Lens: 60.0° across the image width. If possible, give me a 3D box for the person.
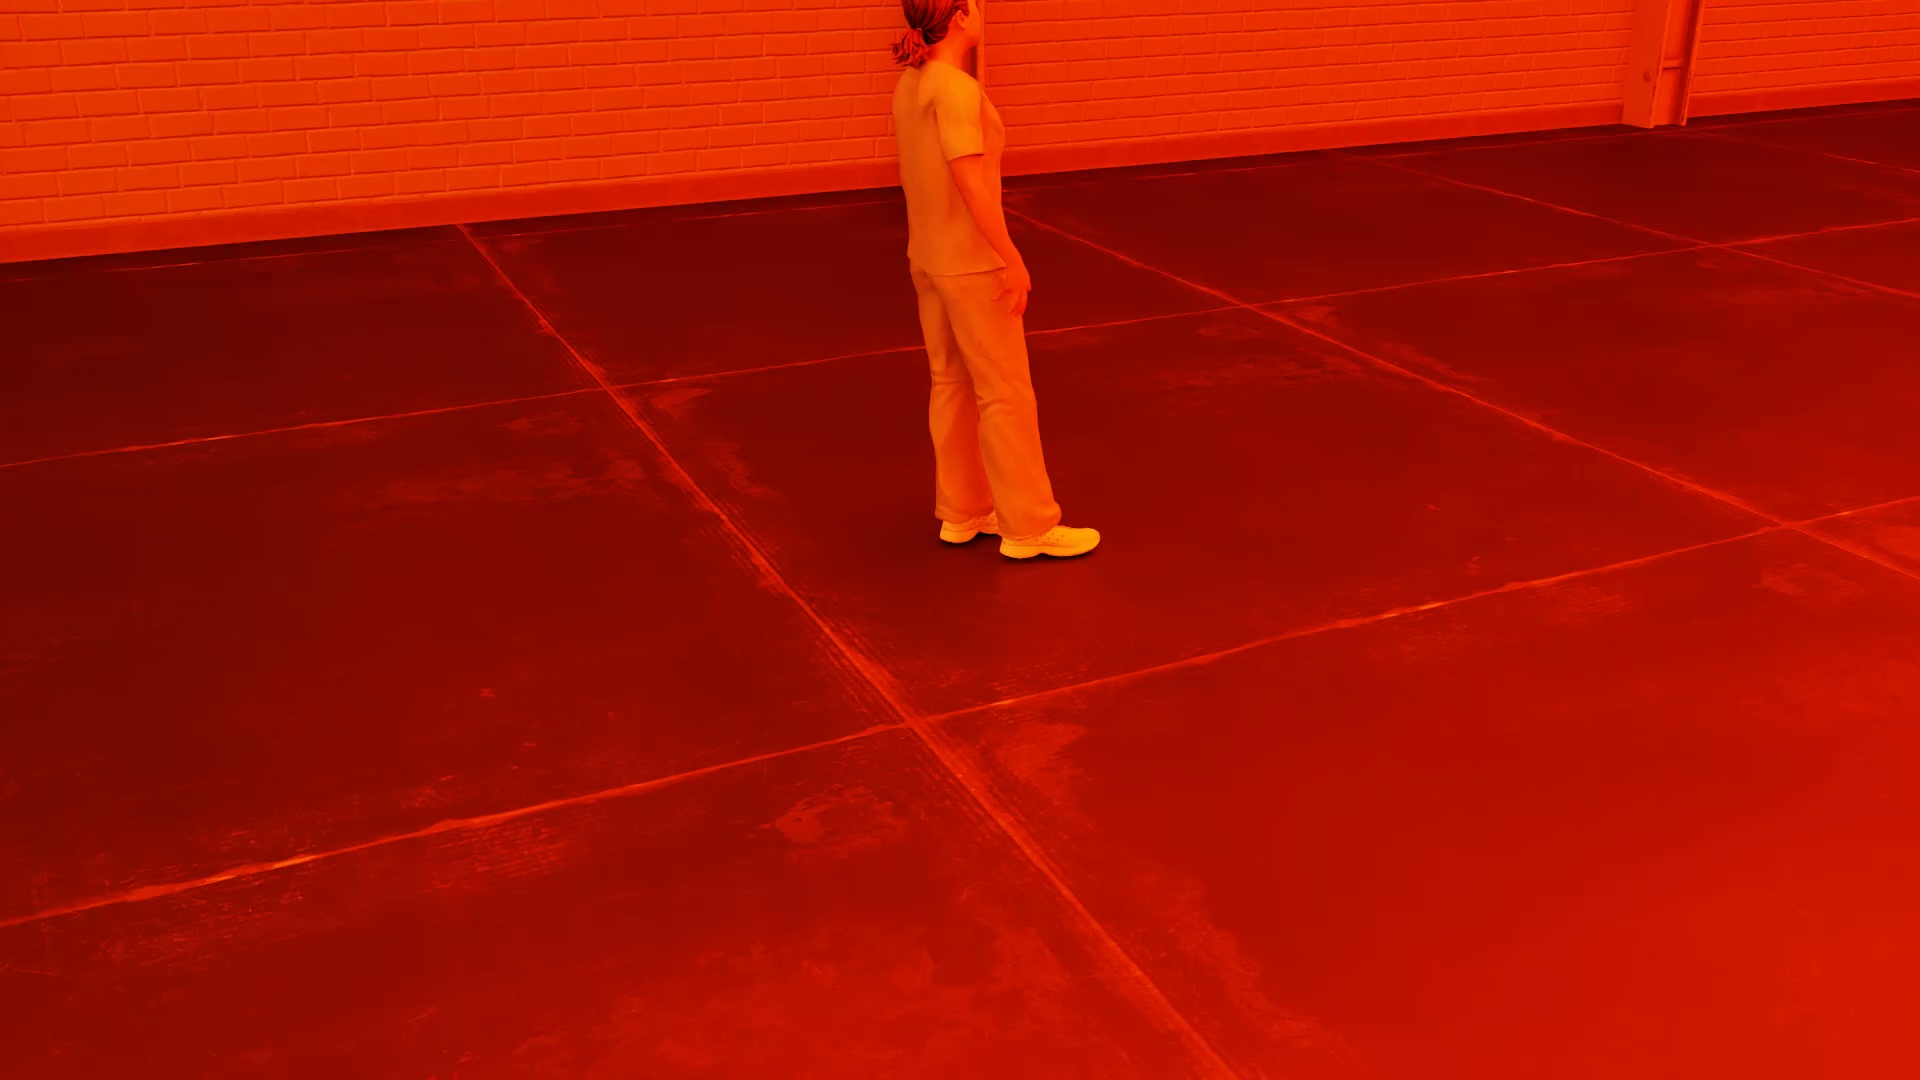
[{"bbox_3d":[0.073,-0.788,4.800,0.548,1.673,0.549,-10,25,-23],"label":"person"}]
